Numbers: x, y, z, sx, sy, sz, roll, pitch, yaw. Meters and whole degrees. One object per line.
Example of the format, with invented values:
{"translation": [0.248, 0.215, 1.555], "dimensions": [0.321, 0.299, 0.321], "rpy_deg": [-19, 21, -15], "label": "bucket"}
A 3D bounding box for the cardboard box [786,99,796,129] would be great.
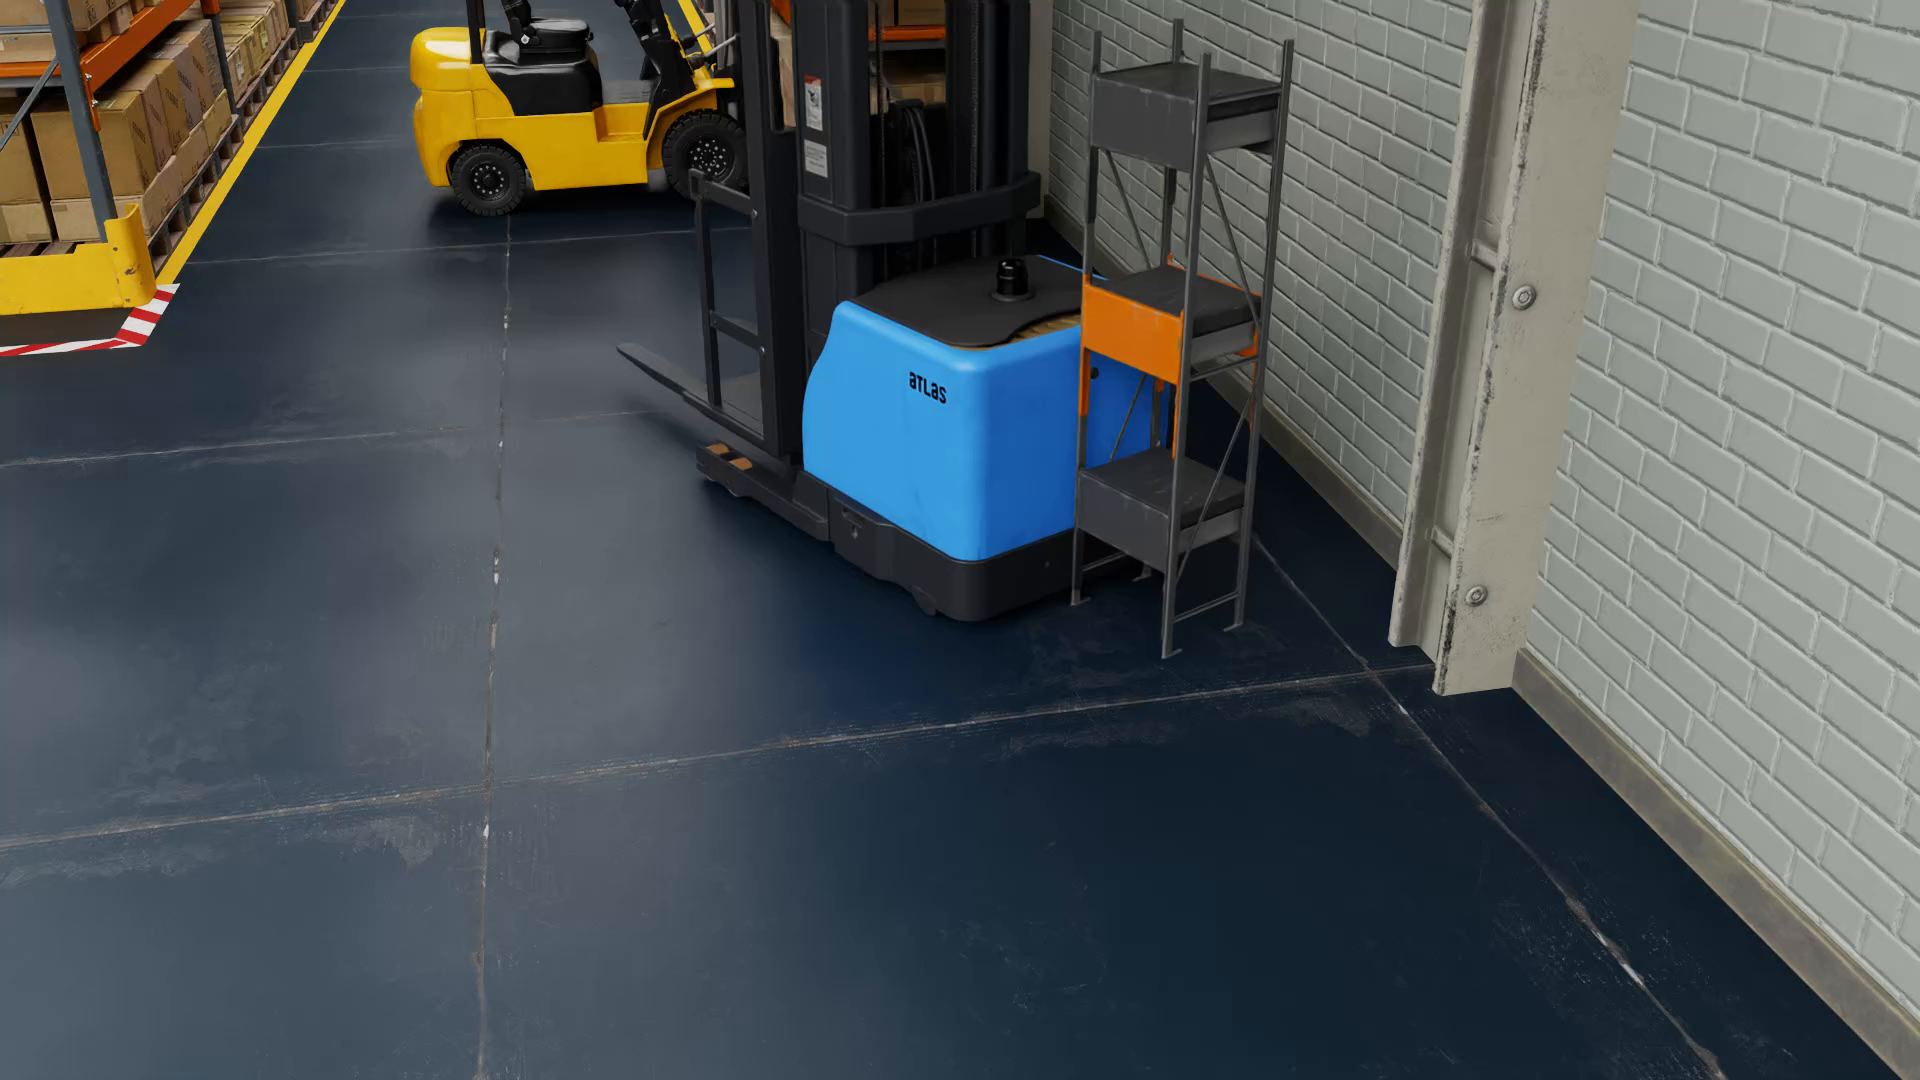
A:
{"translation": [-0.845, -2.731, 10.862], "dimensions": [0.500, 0.250, 0.500], "rpy_deg": [-6, 27, -12], "label": "cardboard box"}

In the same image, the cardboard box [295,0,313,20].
{"translation": [-7.041, -5.701, 16.609], "dimensions": [0.875, 0.875, 0.875], "rpy_deg": [-6, 27, -12], "label": "cardboard box"}

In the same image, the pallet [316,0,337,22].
{"translation": [-7.342, -5.794, 17.996], "dimensions": [1.003, 0.211, 1.213], "rpy_deg": [-6, 27, -12], "label": "pallet"}

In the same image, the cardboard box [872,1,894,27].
{"translation": [-0.695, -3.379, 10.004], "dimensions": [0.500, 0.500, 0.500], "rpy_deg": [-7, 28, -13], "label": "cardboard box"}

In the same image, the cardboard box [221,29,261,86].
{"translation": [-6.351, -3.955, 13.706], "dimensions": [0.950, 0.372, 0.625], "rpy_deg": [-4, 27, -8], "label": "cardboard box"}

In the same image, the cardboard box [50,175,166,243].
{"translation": [-5.076, -1.981, 9.931], "dimensions": [0.500, 0.250, 0.500], "rpy_deg": [-6, 27, -12], "label": "cardboard box"}

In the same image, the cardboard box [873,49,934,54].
{"translation": [-0.471, -3.221, 11.278], "dimensions": [0.500, 0.250, 0.500], "rpy_deg": [-6, 27, -12], "label": "cardboard box"}

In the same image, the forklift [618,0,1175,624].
{"translation": [-0.479, -1.605, 6.676], "dimensions": [1.130, 2.935, 3.031], "rpy_deg": [-19, 33, -33], "label": "forklift"}

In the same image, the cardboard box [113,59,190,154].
{"translation": [-5.309, -2.776, 10.675], "dimensions": [0.500, 0.500, 0.500], "rpy_deg": [-5, 27, -11], "label": "cardboard box"}

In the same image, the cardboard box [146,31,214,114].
{"translation": [-5.554, -3.234, 11.582], "dimensions": [0.500, 0.500, 0.500], "rpy_deg": [-5, 27, -11], "label": "cardboard box"}

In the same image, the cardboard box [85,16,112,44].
{"translation": [-5.090, -2.931, 9.507], "dimensions": [0.380, 0.149, 0.250], "rpy_deg": [-7, 28, -13], "label": "cardboard box"}

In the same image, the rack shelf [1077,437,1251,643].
{"translation": [0.745, -0.009, 6.021], "dimensions": [0.431, 0.518, 0.480], "rpy_deg": [-19, 33, -33], "label": "rack shelf"}

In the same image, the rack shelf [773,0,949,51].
{"translation": [-0.779, -3.701, 11.553], "dimensions": [1.077, 0.370, 4.000], "rpy_deg": [-6, 27, -12], "label": "rack shelf"}

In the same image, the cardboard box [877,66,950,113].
{"translation": [-0.252, -2.781, 10.407], "dimensions": [0.500, 0.250, 0.500], "rpy_deg": [-6, 27, -12], "label": "cardboard box"}

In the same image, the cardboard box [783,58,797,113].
{"translation": [-0.857, -2.945, 10.731], "dimensions": [0.500, 0.250, 0.500], "rpy_deg": [-5, 27, -11], "label": "cardboard box"}

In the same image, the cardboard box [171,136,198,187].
{"translation": [-5.319, -2.444, 10.849], "dimensions": [0.500, 0.250, 0.500], "rpy_deg": [-4, 27, -8], "label": "cardboard box"}

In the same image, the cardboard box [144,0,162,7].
{"translation": [-5.342, -3.502, 10.639], "dimensions": [0.380, 0.149, 0.250], "rpy_deg": [-6, 27, -11], "label": "cardboard box"}

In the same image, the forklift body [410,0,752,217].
{"translation": [-2.533, -3.413, 11.125], "dimensions": [2.313, 2.155, 1.214], "rpy_deg": [-6, 27, -12], "label": "forklift body"}

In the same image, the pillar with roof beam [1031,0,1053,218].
{"translation": [-3.802, -5.783, 8.220], "dimensions": [9.100, 9.000, 0.400], "rpy_deg": [-6, 27, -12], "label": "pillar with roof beam"}

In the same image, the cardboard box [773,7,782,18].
{"translation": [-1.321, -3.837, 12.499], "dimensions": [0.500, 0.250, 0.500], "rpy_deg": [-6, 27, -12], "label": "cardboard box"}

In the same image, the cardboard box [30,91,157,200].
{"translation": [-5.082, -2.326, 9.783], "dimensions": [0.500, 0.500, 0.500], "rpy_deg": [-7, 28, -13], "label": "cardboard box"}

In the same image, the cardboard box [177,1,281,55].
{"translation": [-6.675, -4.593, 14.971], "dimensions": [0.950, 0.372, 0.625], "rpy_deg": [-6, 27, -13], "label": "cardboard box"}

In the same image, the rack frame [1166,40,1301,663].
{"translation": [0.895, -0.559, 5.528], "dimensions": [0.400, 2.100, 0.015], "rpy_deg": [-19, 33, -33], "label": "rack frame"}

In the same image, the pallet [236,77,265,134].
{"translation": [-6.242, -3.492, 13.433], "dimensions": [1.003, 0.211, 1.213], "rpy_deg": [-6, 27, -12], "label": "pallet"}

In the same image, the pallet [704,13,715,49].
{"translation": [-1.984, -5.046, 16.514], "dimensions": [1.003, 0.211, 1.213], "rpy_deg": [-6, 27, -12], "label": "pallet"}

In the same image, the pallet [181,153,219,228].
{"translation": [-5.601, -2.322, 11.116], "dimensions": [1.003, 0.211, 1.213], "rpy_deg": [-6, 27, -12], "label": "pallet"}

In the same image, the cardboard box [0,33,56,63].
{"translation": [-5.039, -2.697, 9.043], "dimensions": [0.380, 0.149, 0.250], "rpy_deg": [-6, 27, -11], "label": "cardboard box"}

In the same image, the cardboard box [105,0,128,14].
{"translation": [-5.120, -3.279, 9.477], "dimensions": [0.500, 0.500, 0.500], "rpy_deg": [-5, 27, -10], "label": "cardboard box"}

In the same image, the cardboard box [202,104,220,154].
{"translation": [-5.540, -2.890, 11.732], "dimensions": [0.500, 0.250, 0.500], "rpy_deg": [-7, 28, -13], "label": "cardboard box"}

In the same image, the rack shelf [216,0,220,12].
{"translation": [-6.516, -4.952, 14.030], "dimensions": [1.077, 0.370, 4.000], "rpy_deg": [-6, 27, -12], "label": "rack shelf"}

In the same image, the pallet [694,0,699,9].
{"translation": [-2.534, -6.278, 18.954], "dimensions": [1.003, 0.211, 1.213], "rpy_deg": [-6, 27, -12], "label": "pallet"}

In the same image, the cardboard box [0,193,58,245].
{"translation": [-5.613, -1.937, 9.844], "dimensions": [0.500, 0.250, 0.500], "rpy_deg": [-6, 27, -12], "label": "cardboard box"}

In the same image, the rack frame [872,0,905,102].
{"translation": [-0.328, -3.145, 9.651], "dimensions": [1.000, 3.000, 0.127], "rpy_deg": [-6, 27, -12], "label": "rack frame"}

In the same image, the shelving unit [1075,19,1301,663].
{"translation": [0.745, -0.646, 5.700], "dimensions": [0.431, 2.100, 0.503], "rpy_deg": [-19, 33, -33], "label": "shelving unit"}

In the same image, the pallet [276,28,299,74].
{"translation": [-6.792, -4.563, 15.556], "dimensions": [1.003, 0.211, 1.213], "rpy_deg": [-6, 27, -12], "label": "pallet"}

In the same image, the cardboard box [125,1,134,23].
{"translation": [-5.193, -3.157, 9.955], "dimensions": [0.380, 0.149, 0.250], "rpy_deg": [-5, 27, -10], "label": "cardboard box"}

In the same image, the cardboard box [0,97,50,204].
{"translation": [-5.598, -2.259, 9.650], "dimensions": [0.500, 0.500, 0.500], "rpy_deg": [-6, 27, -11], "label": "cardboard box"}

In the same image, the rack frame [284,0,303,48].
{"translation": [-6.967, -6.151, 15.607], "dimensions": [1.000, 3.000, 0.127], "rpy_deg": [-6, 27, -12], "label": "rack frame"}

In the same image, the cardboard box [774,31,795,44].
{"translation": [-1.087, -3.389, 11.611], "dimensions": [0.500, 0.250, 0.500], "rpy_deg": [-7, 28, -13], "label": "cardboard box"}
